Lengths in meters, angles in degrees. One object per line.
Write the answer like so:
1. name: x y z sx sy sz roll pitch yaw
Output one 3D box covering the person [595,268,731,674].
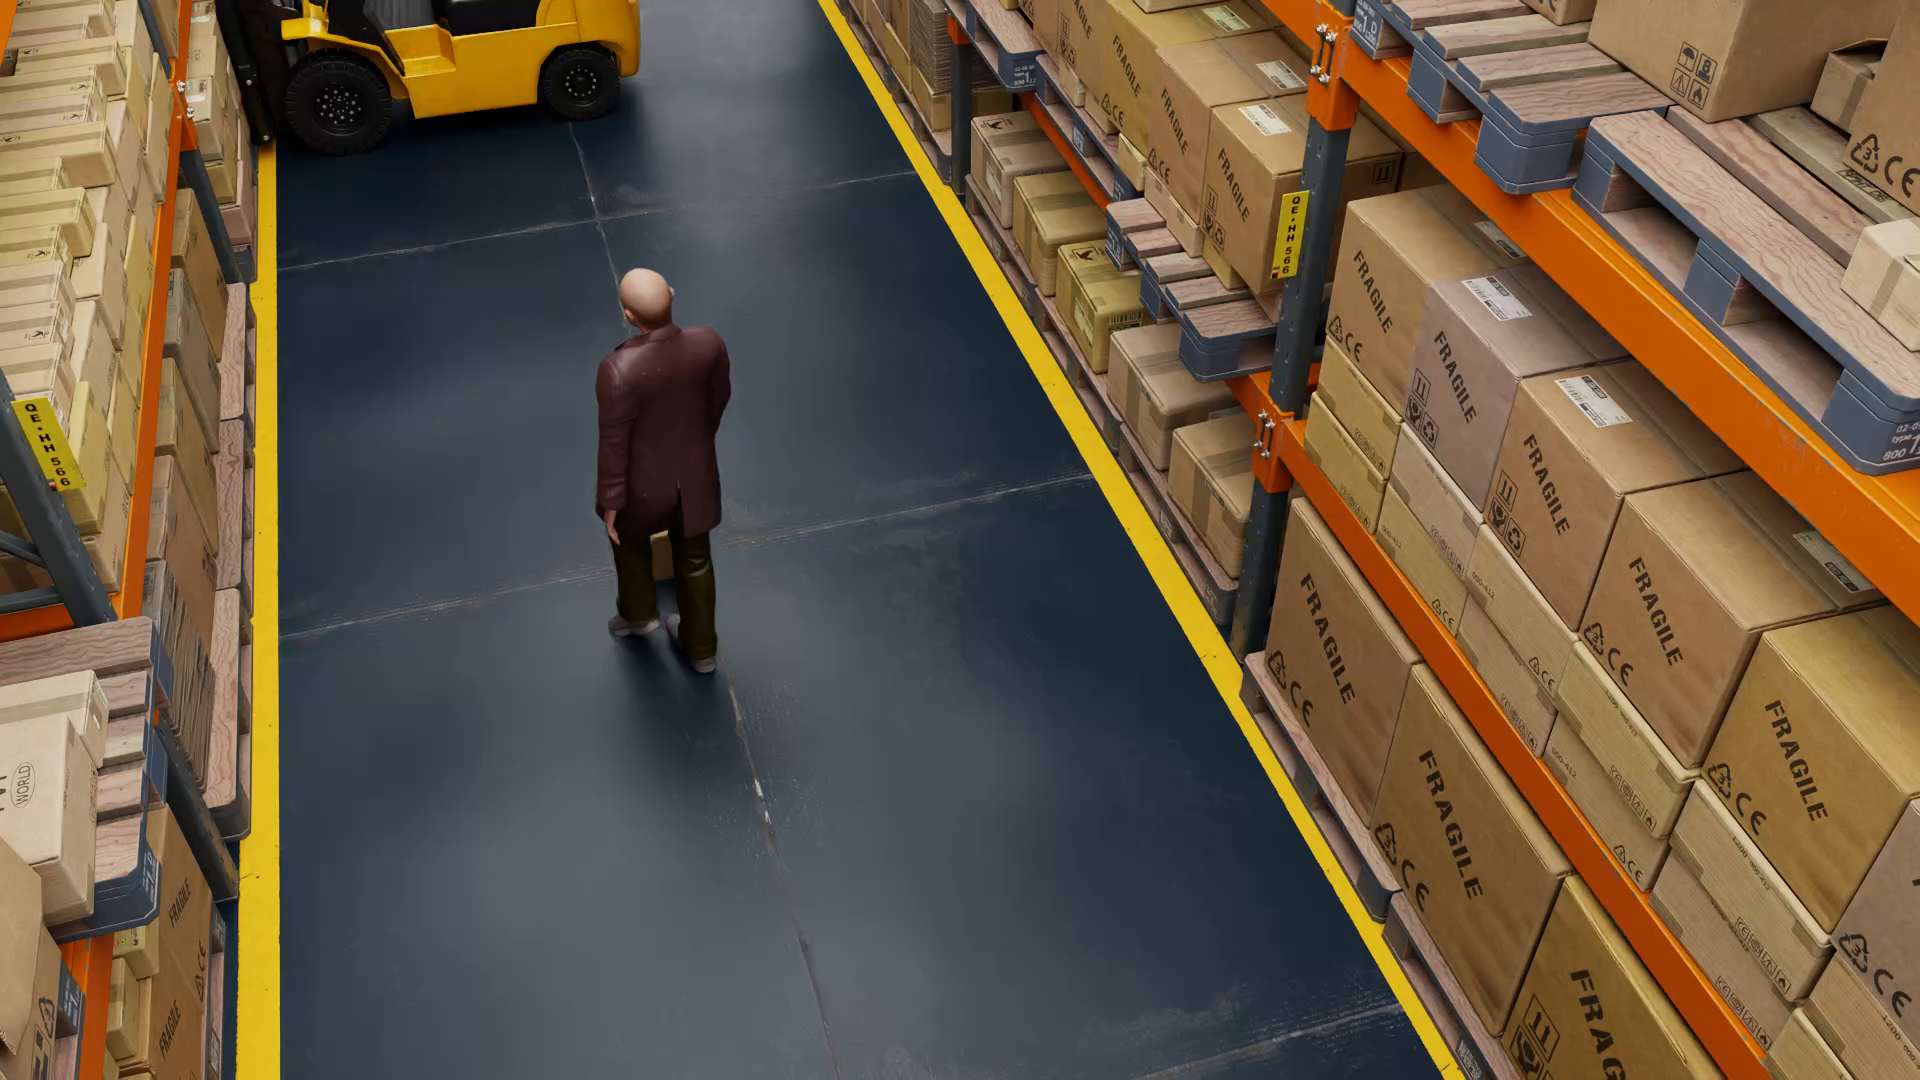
1. person: -1.153 -0.246 6.486 0.632 1.861 0.594 -22 46 -23
